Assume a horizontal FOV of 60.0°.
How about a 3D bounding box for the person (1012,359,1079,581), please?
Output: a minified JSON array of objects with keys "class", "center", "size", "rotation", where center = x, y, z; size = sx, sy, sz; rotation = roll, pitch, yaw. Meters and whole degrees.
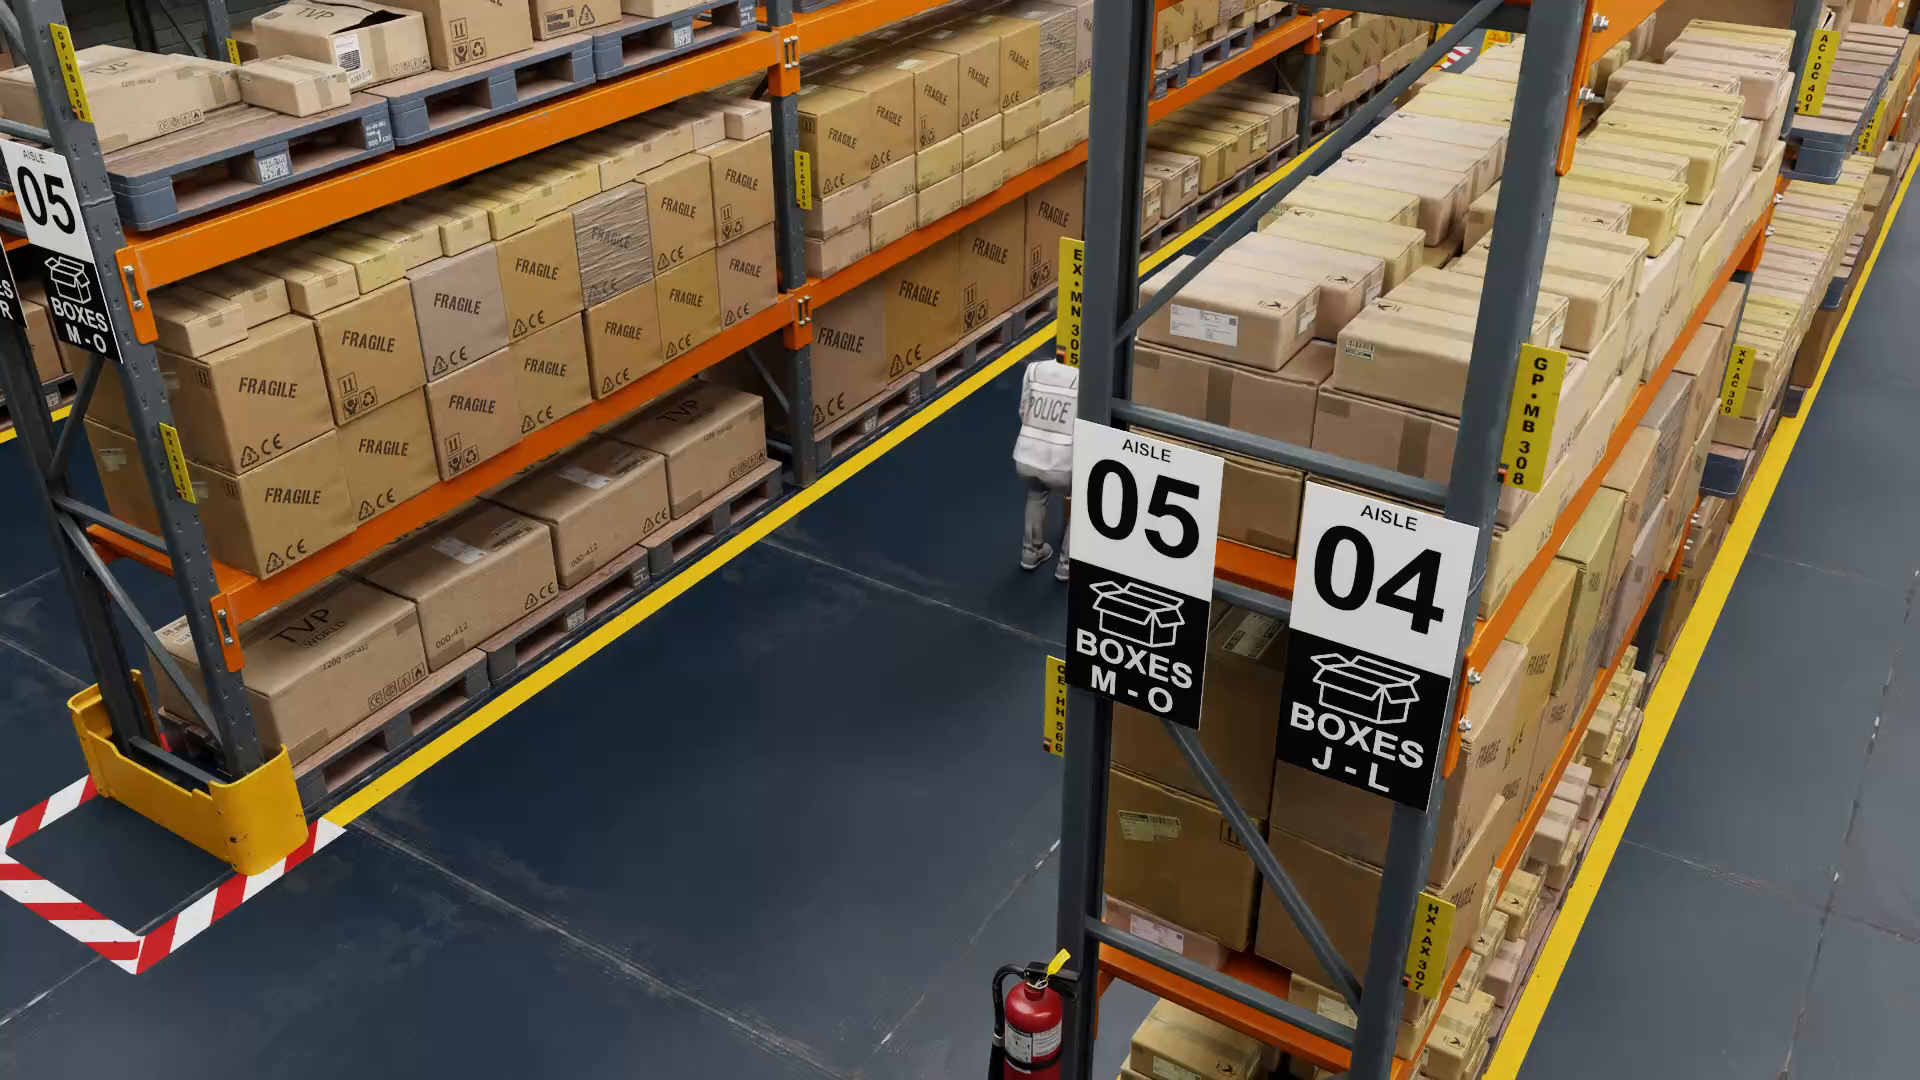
[{"class":"person","center":[0.540,-0.494,9.255],"size":[0.534,1.429,0.674],"rotation":[18,35,28]}]
